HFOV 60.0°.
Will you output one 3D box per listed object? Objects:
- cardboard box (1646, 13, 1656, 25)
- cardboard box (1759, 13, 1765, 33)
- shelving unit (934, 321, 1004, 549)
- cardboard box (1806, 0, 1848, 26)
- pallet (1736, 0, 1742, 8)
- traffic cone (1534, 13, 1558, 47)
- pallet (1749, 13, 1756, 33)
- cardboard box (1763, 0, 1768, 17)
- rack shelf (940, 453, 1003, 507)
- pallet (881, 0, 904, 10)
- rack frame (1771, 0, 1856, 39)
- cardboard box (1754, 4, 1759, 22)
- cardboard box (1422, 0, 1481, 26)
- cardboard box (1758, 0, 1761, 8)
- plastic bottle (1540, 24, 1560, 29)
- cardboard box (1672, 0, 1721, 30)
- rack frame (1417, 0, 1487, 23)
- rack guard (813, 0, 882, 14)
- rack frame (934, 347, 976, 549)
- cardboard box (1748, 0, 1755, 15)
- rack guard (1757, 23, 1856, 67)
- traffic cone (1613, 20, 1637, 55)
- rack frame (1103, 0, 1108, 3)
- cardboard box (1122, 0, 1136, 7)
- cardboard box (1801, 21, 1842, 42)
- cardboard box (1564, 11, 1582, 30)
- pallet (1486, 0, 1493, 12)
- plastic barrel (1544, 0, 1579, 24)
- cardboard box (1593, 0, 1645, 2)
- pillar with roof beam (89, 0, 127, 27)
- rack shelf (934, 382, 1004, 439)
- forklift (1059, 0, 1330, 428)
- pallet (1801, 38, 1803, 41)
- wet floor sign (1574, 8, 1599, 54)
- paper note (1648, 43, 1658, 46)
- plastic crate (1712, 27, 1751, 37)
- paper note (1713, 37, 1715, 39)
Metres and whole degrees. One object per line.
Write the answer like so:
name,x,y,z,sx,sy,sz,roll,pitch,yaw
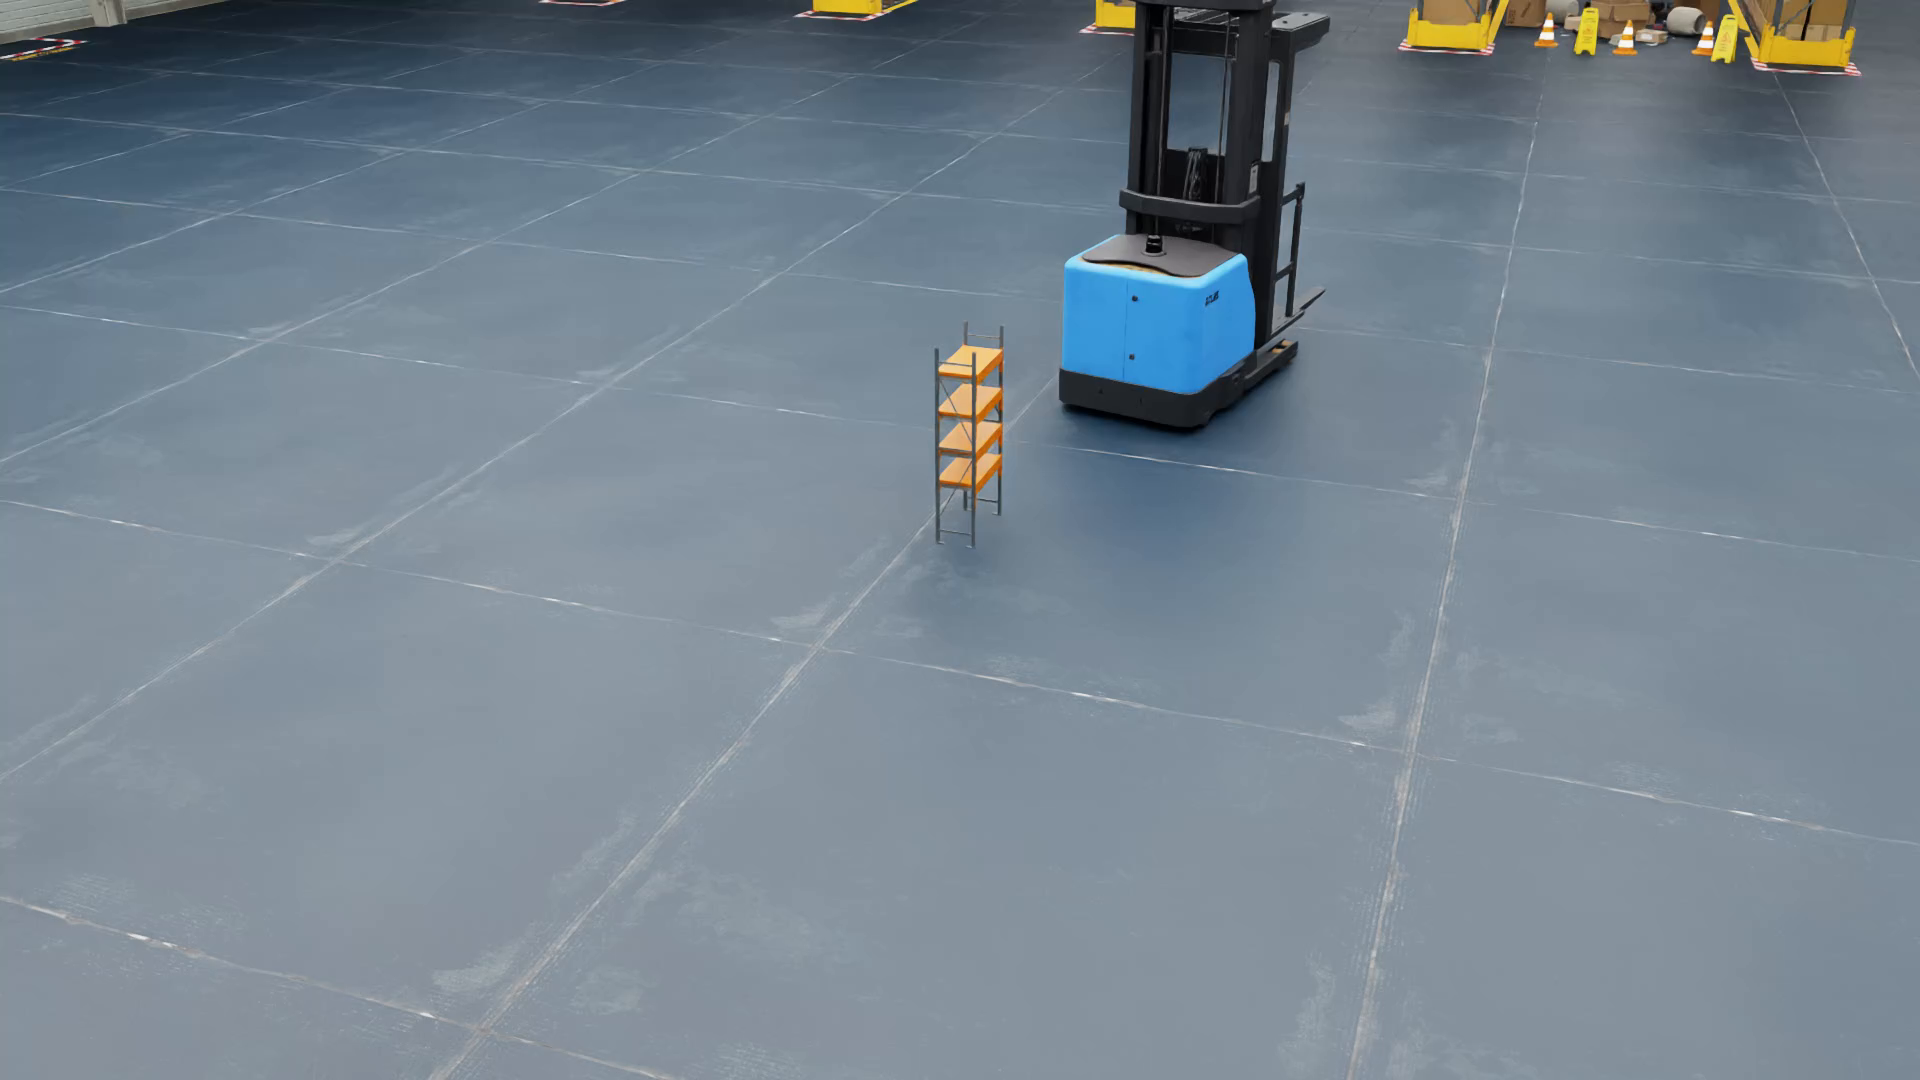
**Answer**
cardboard box,11.144,-8.592,27.190,0.258,0.266,0.396,-9,27,-18
cardboard box,12.303,-7.736,24.959,0.500,0.250,0.500,9,27,18
shelving unit,0.055,-0.608,9.629,0.258,1.200,0.503,9,27,17
cardboard box,12.645,-7.792,24.214,0.500,0.500,0.500,8,27,16
pallet,14.101,-9.414,28.951,1.003,0.211,1.213,9,27,17
traffic cone,8.922,-7.749,25.223,0.336,0.463,0.334,9,27,17
pallet,13.249,-8.310,26.670,1.003,0.211,1.213,9,27,17
cardboard box,12.299,-8.073,24.794,0.500,0.500,0.500,10,28,19
rack shelf,0.055,-0.369,9.745,0.258,0.148,0.480,9,27,17
pallet,-1.651,-9.473,29.074,1.003,0.211,1.213,9,27,17
rack frame,12.108,-8.202,23.248,1.000,3.000,0.127,9,27,17
cardboard box,12.647,-8.154,25.823,0.500,0.250,0.500,8,27,17
cardboard box,7.570,-8.399,25.612,0.875,0.875,0.875,9,27,18
cardboard box,12.647,-8.497,25.670,0.500,0.500,0.500,10,28,20
plastic bottle,9.481,-8.253,26.726,0.283,0.061,0.133,0,26,-1
cardboard box,11.799,-8.479,26.685,0.500,0.500,0.500,-14,29,-27
rack frame,7.407,-8.878,24.645,1.000,3.000,0.127,9,27,17
rack guard,-1.927,-9.270,28.323,1.175,0.500,0.348,9,27,17
rack frame,-0.026,-0.508,9.422,0.240,1.200,0.015,9,27,17
cardboard box,12.988,-8.594,26.731,0.500,0.250,0.500,7,27,15
rack guard,12.133,-7.108,23.857,1.175,0.500,0.348,9,27,17
traffic cone,9.875,-7.445,24.596,0.336,0.463,0.334,9,27,17
rack frame,2.763,-9.639,26.216,1.000,3.000,0.127,9,27,17
cardboard box,2.987,-8.957,27.194,0.500,0.500,0.500,14,29,27
cardboard box,12.637,-7.445,24.357,0.500,0.250,0.500,9,27,17
cardboard box,9.902,-8.318,26.625,0.396,0.266,0.258,14,29,26
pallet,8.411,-8.966,28.025,1.003,0.211,1.213,9,27,17
plastic barrel,9.807,-8.674,27.179,0.421,0.421,0.512,-14,29,-27
cardboard box,10.609,-8.614,26.808,0.797,0.637,0.503,9,27,17
pillar with roof beam,-9.770,-11.817,23.831,9.100,9.000,0.400,9,27,17
rack shelf,0.055,-0.749,9.561,0.258,0.148,0.480,9,27,17
forklift,1.885,-2.671,11.904,1.130,2.935,3.031,15,30,28
pallet,12.437,-7.307,24.599,1.003,0.211,1.213,9,27,17
wet floor sign,9.264,-7.520,24.540,0.267,0.644,0.232,4,26,8
paper note,10.546,-7.543,25.293,0.148,0.019,0.142,0,26,-1
plastic crate,12.143,-8.005,26.192,0.402,0.080,0.583,0,26,-1
paper note,11.674,-7.815,25.856,0.142,0.019,0.148,0,26,-1
